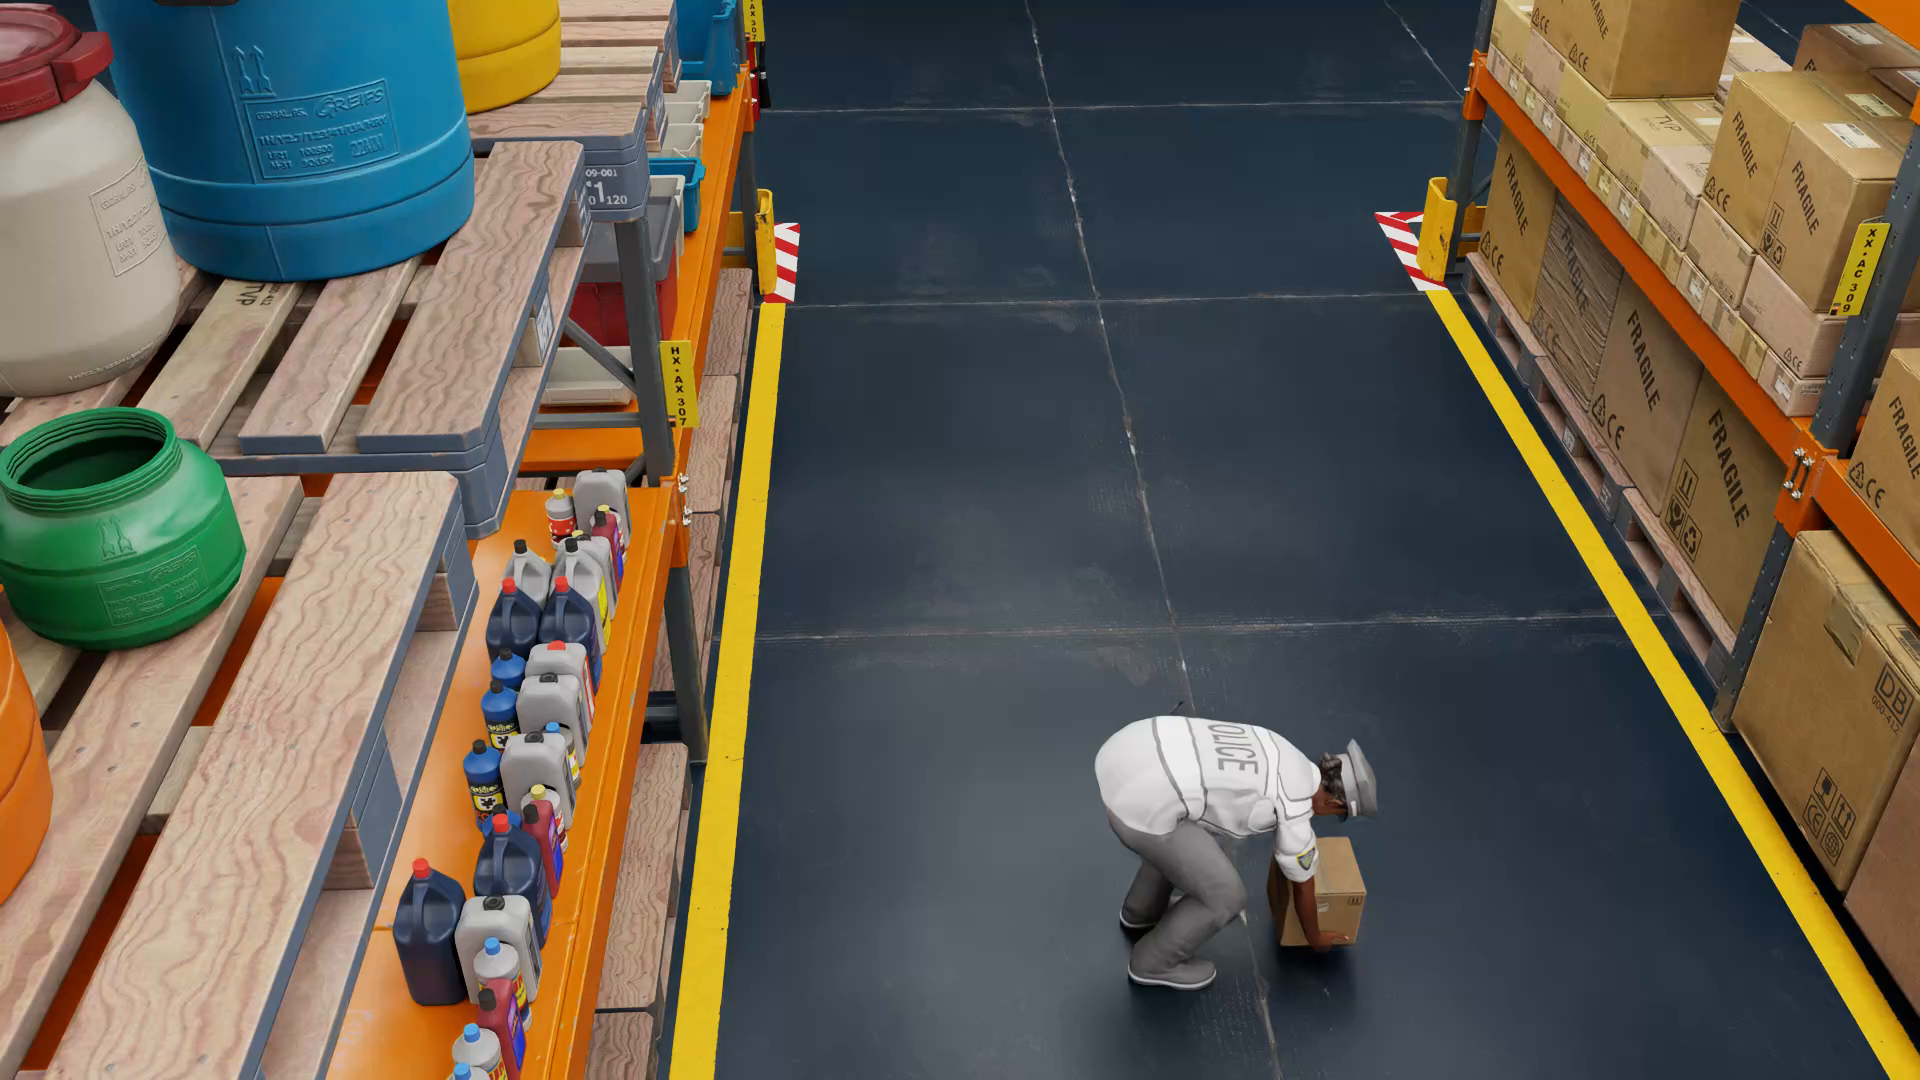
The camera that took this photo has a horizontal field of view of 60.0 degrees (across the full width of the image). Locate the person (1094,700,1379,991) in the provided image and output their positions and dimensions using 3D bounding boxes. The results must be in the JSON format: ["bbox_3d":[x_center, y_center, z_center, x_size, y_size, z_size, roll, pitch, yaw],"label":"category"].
[{"bbox_3d":[0.882,0.982,5.372,0.918,0.960,0.456,-3,36,-4],"label":"person"}]
